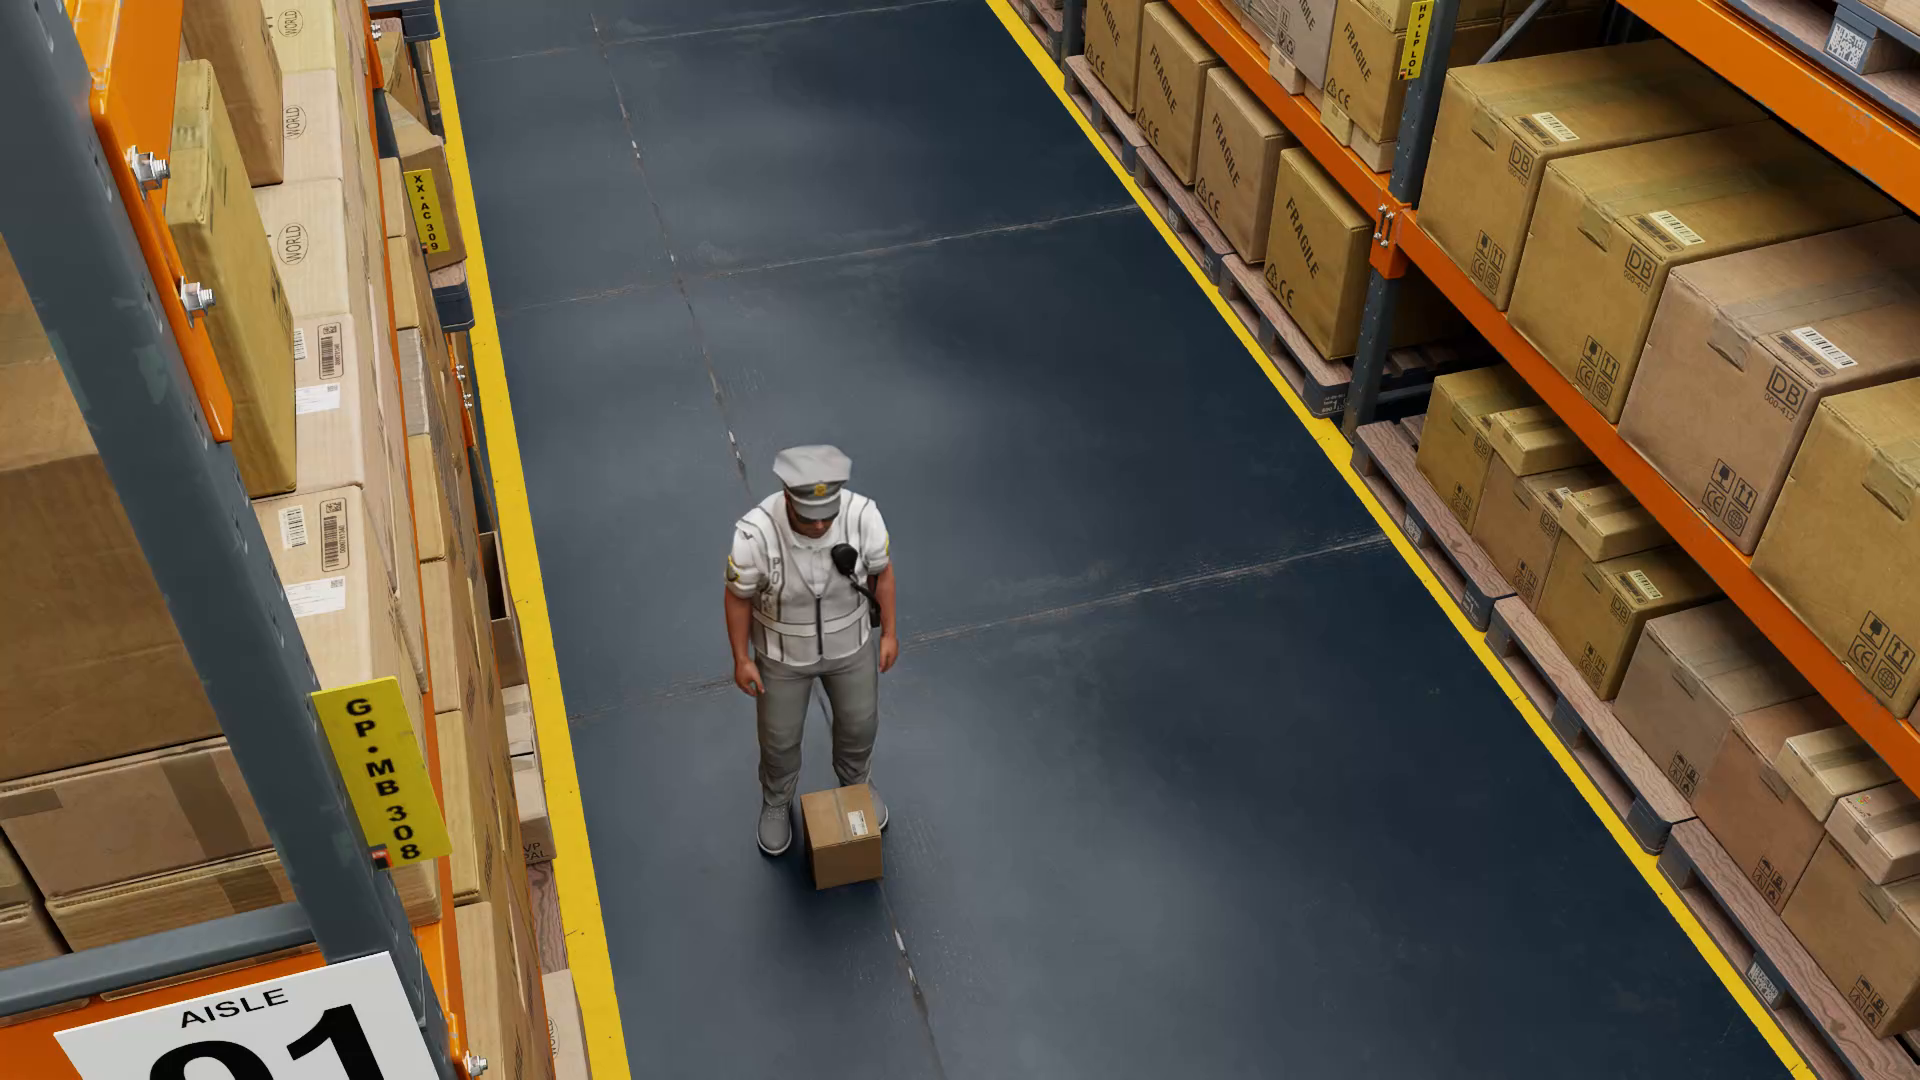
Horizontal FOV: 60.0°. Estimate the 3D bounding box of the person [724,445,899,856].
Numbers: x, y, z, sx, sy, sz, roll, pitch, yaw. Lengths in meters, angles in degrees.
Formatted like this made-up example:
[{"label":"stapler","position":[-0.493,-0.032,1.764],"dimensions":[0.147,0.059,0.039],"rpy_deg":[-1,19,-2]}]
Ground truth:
[{"label":"person","position":[-0.504,0.349,5.766],"dimensions":[0.590,1.748,0.435],"rpy_deg":[-10,43,-11]}]
